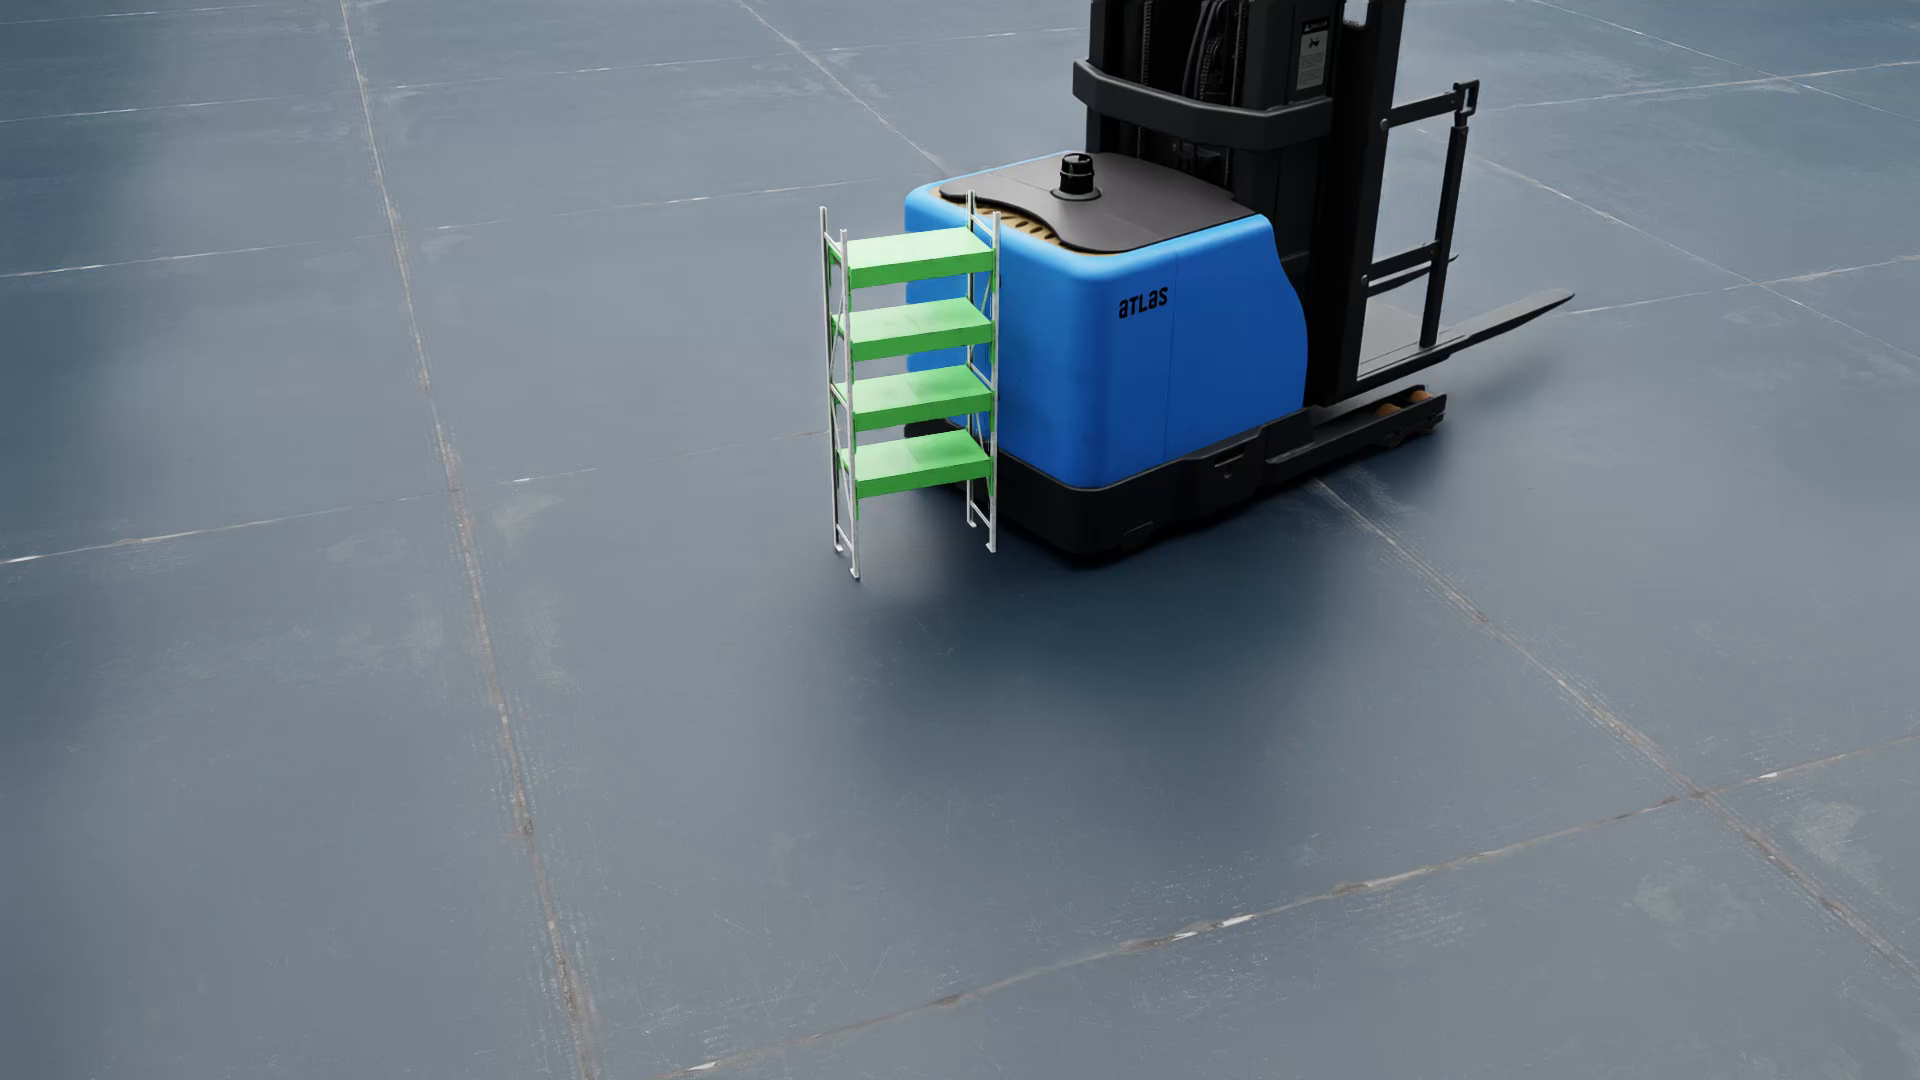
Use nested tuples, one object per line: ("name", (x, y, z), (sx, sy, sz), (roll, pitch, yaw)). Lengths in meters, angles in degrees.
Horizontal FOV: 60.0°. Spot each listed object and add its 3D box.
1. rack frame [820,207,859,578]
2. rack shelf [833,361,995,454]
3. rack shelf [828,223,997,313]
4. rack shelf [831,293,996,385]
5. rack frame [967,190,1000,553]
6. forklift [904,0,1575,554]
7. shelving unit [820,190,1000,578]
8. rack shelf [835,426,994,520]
("rack frame", (-0.384, -0.451, 5.329), (0.015, 1.200, 0.240), (-10, 31, -18))
("rack shelf", (-0.155, -0.437, 5.434), (0.480, 0.148, 0.258), (-10, 31, -18))
("rack shelf", (-0.155, -0.854, 5.197), (0.480, 0.148, 0.258), (-10, 31, -18))
("rack shelf", (-0.155, -0.646, 5.316), (0.480, 0.148, 0.258), (-10, 31, -18))
("rack frame", (0.074, -0.535, 5.477), (0.015, 1.200, 0.240), (-10, 31, -18))
("forklift", (1.262, -1.810, 5.967), (3.031, 2.935, 1.130), (-21, 36, -33))
("shelving unit", (-0.155, -0.493, 5.403), (0.503, 1.200, 0.258), (-10, 31, -18))
("rack shelf", (-0.155, -0.229, 5.553), (0.480, 0.148, 0.258), (-10, 31, -18))
